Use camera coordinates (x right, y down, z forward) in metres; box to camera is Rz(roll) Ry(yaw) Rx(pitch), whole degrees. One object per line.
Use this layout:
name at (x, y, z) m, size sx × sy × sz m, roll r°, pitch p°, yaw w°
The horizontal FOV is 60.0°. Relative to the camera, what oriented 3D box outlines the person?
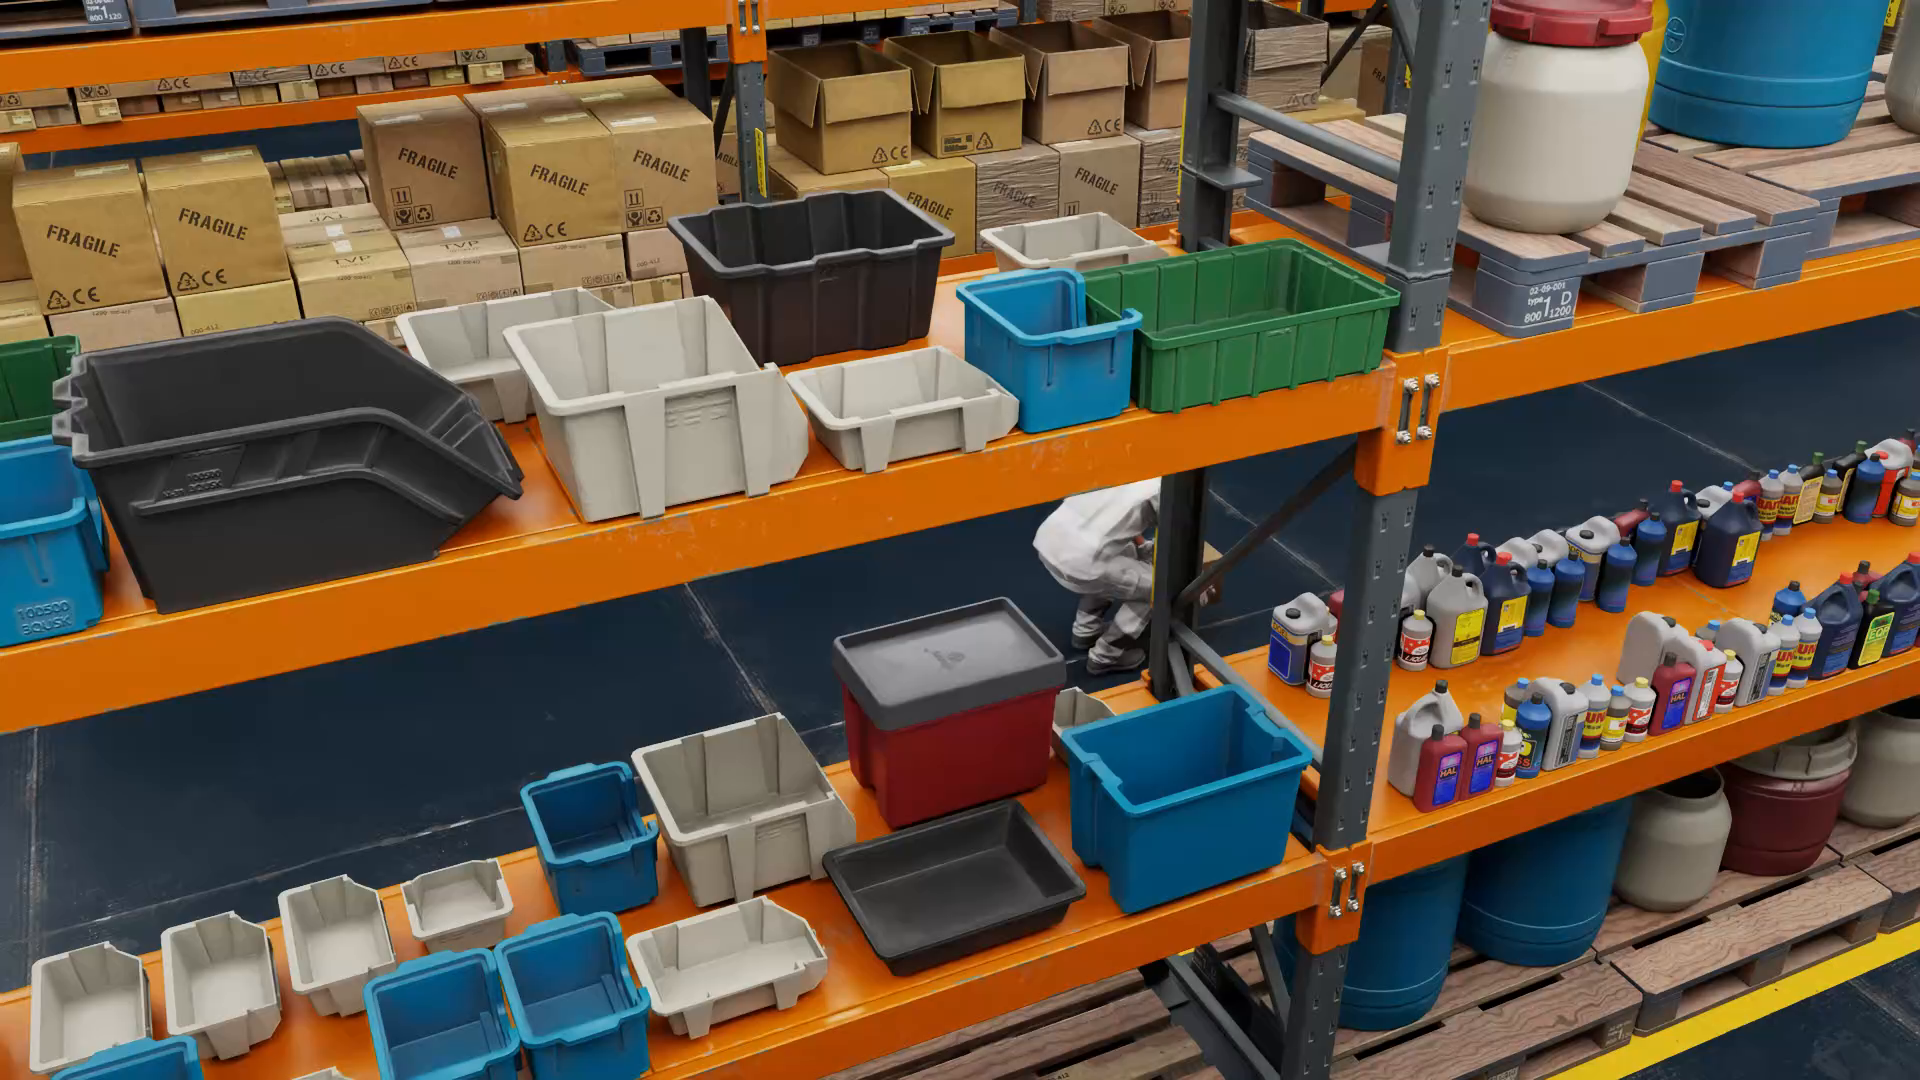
person at (0.743, 0.025, 7.753) m, size 0.856 × 1.115 × 0.581 m, roll -13°, pitch 32°, yaw -22°
